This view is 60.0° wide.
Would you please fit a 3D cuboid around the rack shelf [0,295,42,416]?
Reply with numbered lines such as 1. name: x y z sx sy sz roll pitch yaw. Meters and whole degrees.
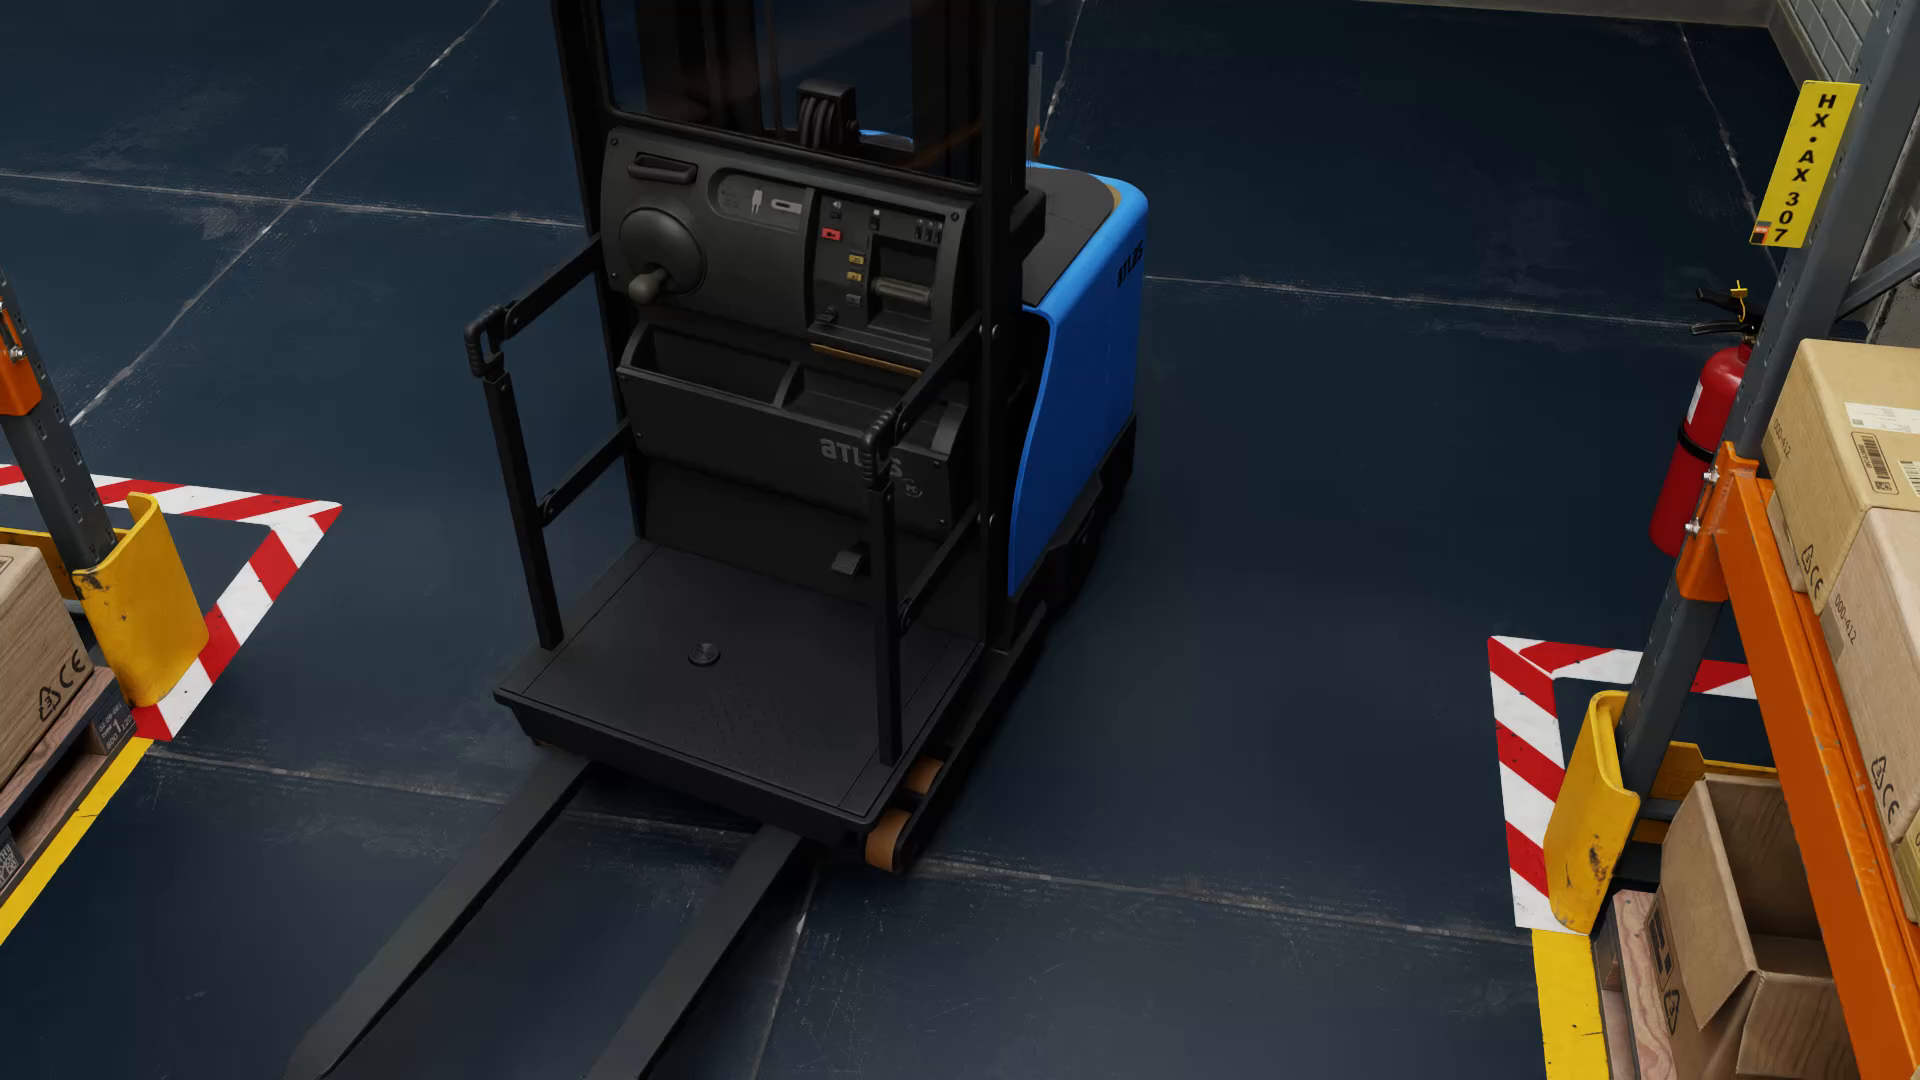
1. rack shelf: -3.156 0.698 2.616 1.077 0.370 4.000 6 40 8

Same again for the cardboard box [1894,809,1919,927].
1. cardboard box: 1.564 0.544 2.122 0.500 0.250 0.500 6 40 7

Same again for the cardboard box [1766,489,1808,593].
1. cardboard box: 1.753 -0.016 3.113 0.380 0.149 0.250 6 40 7

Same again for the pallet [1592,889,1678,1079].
1. pallet: 1.930 1.334 3.471 1.003 0.211 1.213 6 40 8

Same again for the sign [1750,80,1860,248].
1. sign: 1.545 -0.682 3.042 0.100 0.325 0.005 6 40 8

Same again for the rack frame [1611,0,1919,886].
1. rack frame: 2.080 -0.289 3.246 1.000 3.000 0.127 6 40 8

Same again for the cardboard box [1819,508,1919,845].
1. cardboard box: 1.649 0.226 2.507 0.500 0.250 0.500 7 40 8

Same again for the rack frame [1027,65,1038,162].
1. rack frame: 0.106 -0.943 5.409 0.240 1.200 0.006 5 29 6

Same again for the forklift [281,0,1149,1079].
1. forklift: -0.508 -0.605 3.681 1.130 2.935 3.031 16 42 19

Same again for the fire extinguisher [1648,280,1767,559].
1. fire extinguisher: 1.650 -0.259 3.562 0.296 0.674 0.183 6 40 8

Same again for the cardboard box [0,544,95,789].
1. cardboard box: -2.825 0.417 4.073 0.875 0.438 0.875 5 40 6

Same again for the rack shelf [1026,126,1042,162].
1. rack shelf: 0.125 -1.263 5.336 0.258 0.103 0.180 5 29 6

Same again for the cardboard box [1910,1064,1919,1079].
1. cardboard box: 1.481 0.787 2.141 0.380 0.149 0.250 5 40 6

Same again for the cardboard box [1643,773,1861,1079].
1. cardboard box: 1.881 0.885 3.456 0.797 0.503 0.637 5 40 6

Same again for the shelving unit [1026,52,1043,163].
1. shelving unit: 0.117 -0.986 5.489 0.258 1.200 0.189 5 29 6

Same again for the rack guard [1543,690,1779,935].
1. rack guard: 2.067 0.722 3.984 1.175 0.500 0.348 6 40 8

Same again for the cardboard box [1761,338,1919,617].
1. cardboard box: 1.736 -0.091 2.890 0.500 0.250 0.500 7 40 8

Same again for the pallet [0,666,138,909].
1. pallet: -2.871 0.751 4.176 1.003 0.211 1.213 6 40 8

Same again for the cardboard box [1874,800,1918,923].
1. cardboard box: 1.639 0.469 2.526 0.380 0.149 0.250 8 40 9

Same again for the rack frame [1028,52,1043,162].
1. rack frame: 0.129 -1.030 5.569 0.240 1.200 0.006 5 29 6

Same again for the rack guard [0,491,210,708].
1. rack guard: -2.805 0.114 4.719 1.175 0.500 0.348 6 40 8

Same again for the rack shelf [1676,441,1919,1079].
1. rack shelf: 1.734 1.243 1.957 1.077 0.370 4.000 6 40 8

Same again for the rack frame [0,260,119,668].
1. rack frame: -2.810 -0.834 3.905 1.000 3.000 0.127 6 40 8
